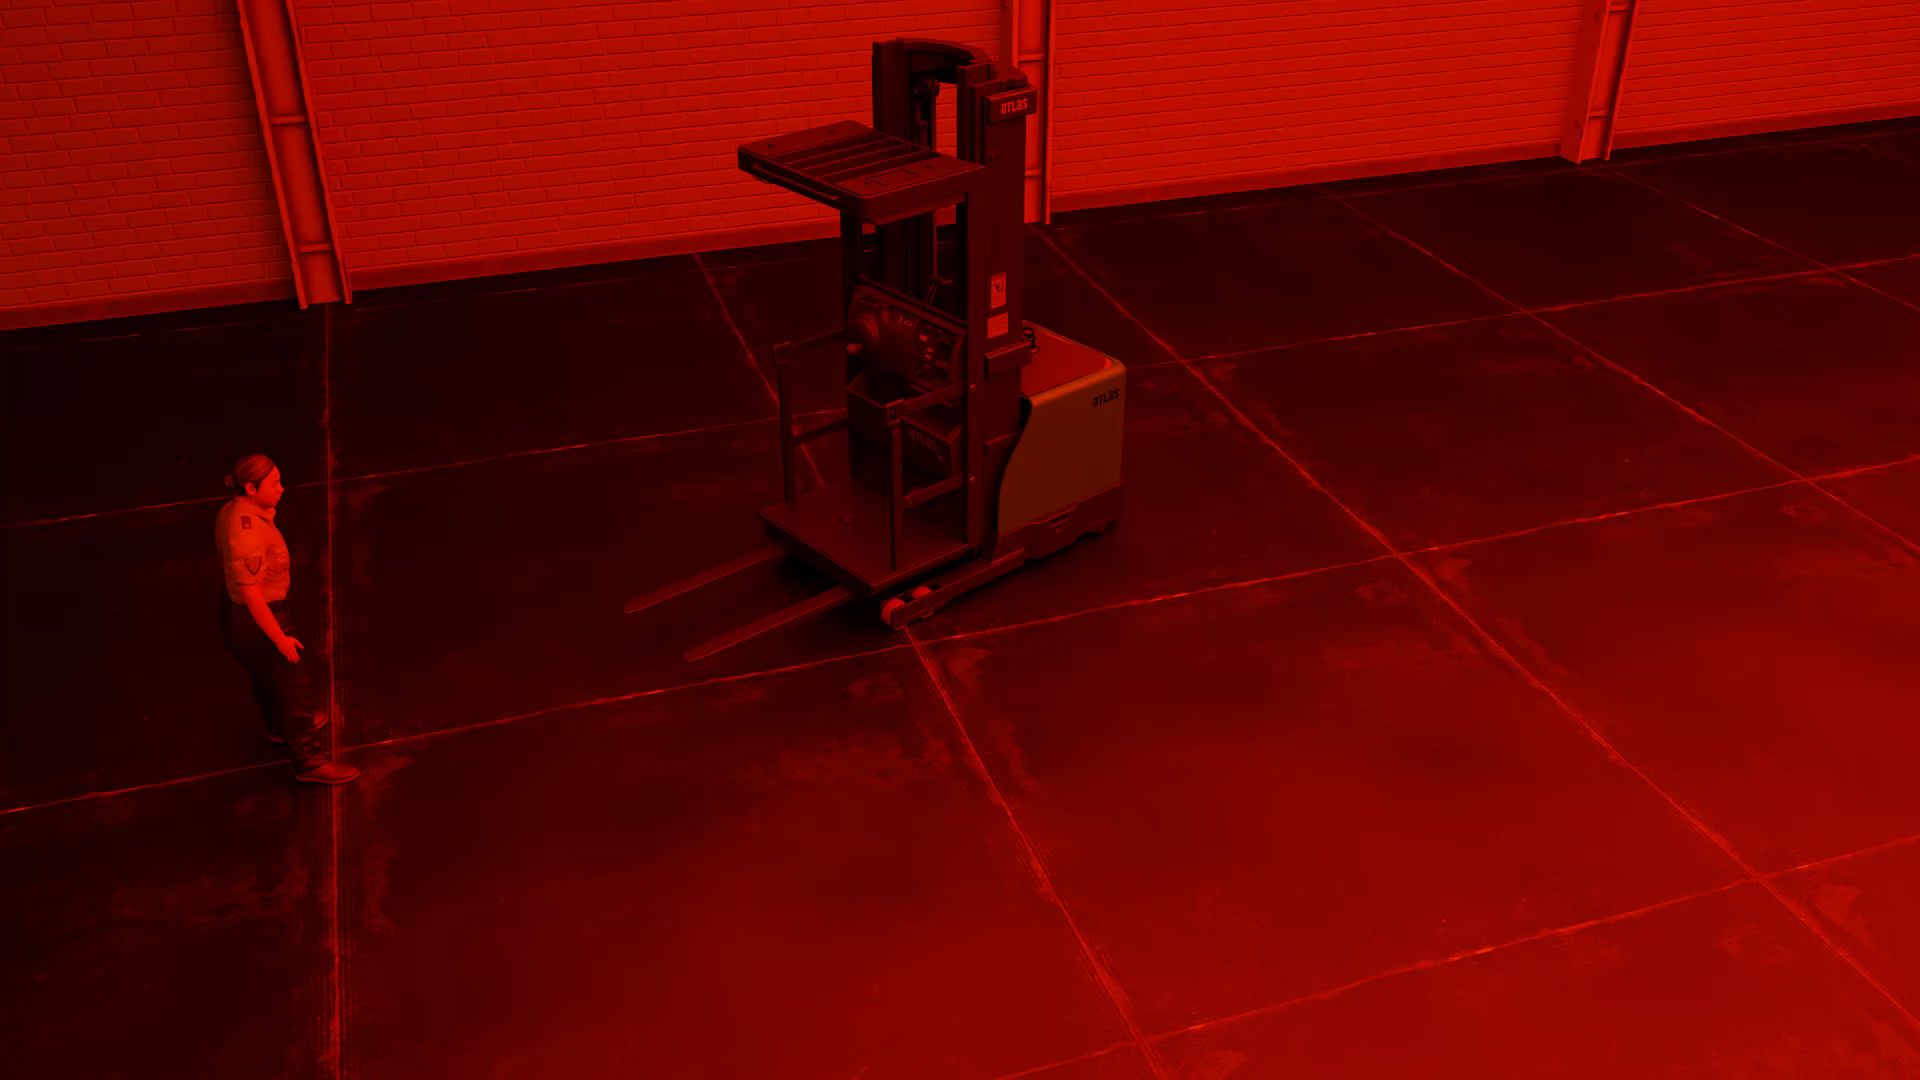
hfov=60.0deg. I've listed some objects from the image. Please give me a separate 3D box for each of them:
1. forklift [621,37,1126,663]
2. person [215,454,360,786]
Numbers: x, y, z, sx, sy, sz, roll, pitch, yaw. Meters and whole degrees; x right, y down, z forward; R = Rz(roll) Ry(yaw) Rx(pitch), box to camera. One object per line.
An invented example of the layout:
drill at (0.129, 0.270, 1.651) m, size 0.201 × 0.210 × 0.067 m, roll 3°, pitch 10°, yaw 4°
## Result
forklift at (-0.461, -1.072, 8.951) m, size 3.031 × 2.935 × 1.130 m, roll -23°, pitch 37°, yaw -34°
person at (-3.220, 0.364, 7.749) m, size 0.431 × 1.651 × 0.657 m, roll -16°, pitch 33°, yaw -25°
